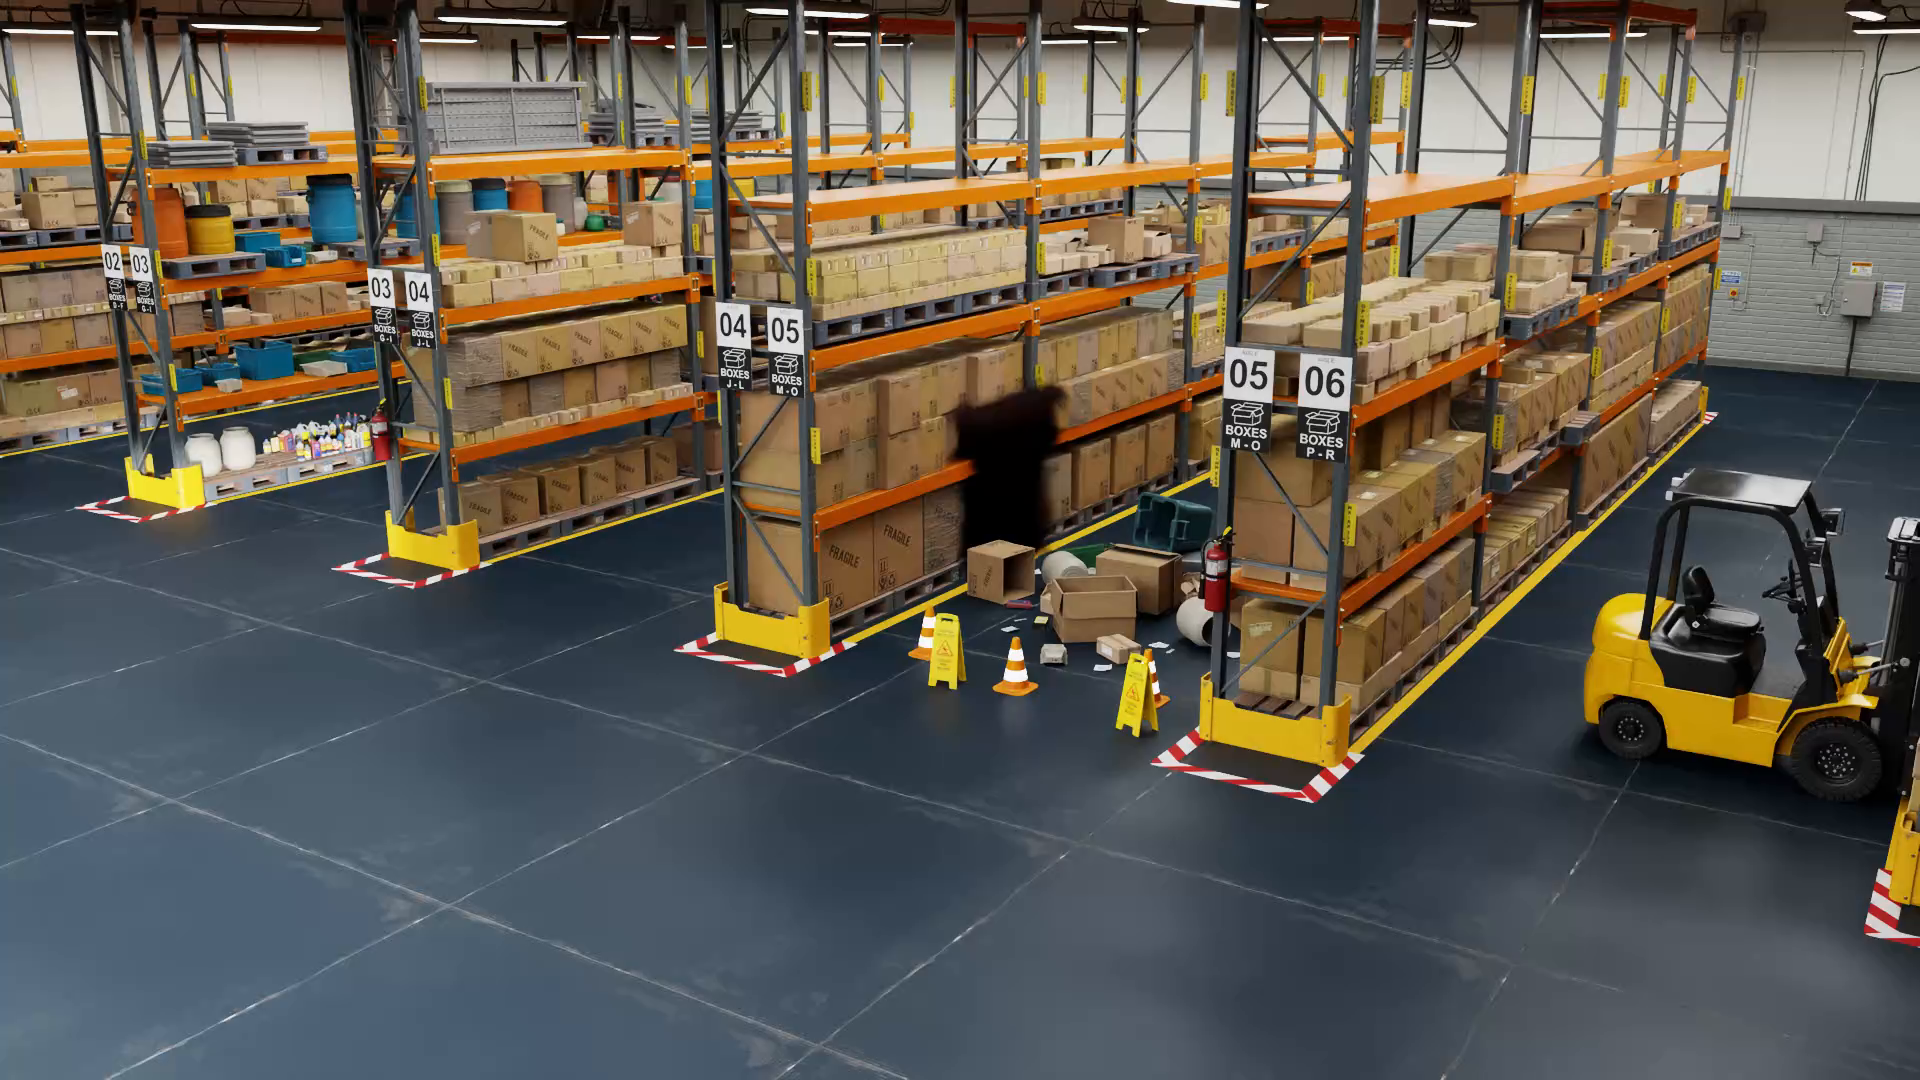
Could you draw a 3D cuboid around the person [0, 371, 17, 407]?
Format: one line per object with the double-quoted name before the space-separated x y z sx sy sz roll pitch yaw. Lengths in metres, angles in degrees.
"person" -14.937 -2.730 25.894 0.465 1.676 0.454 0 16 1
